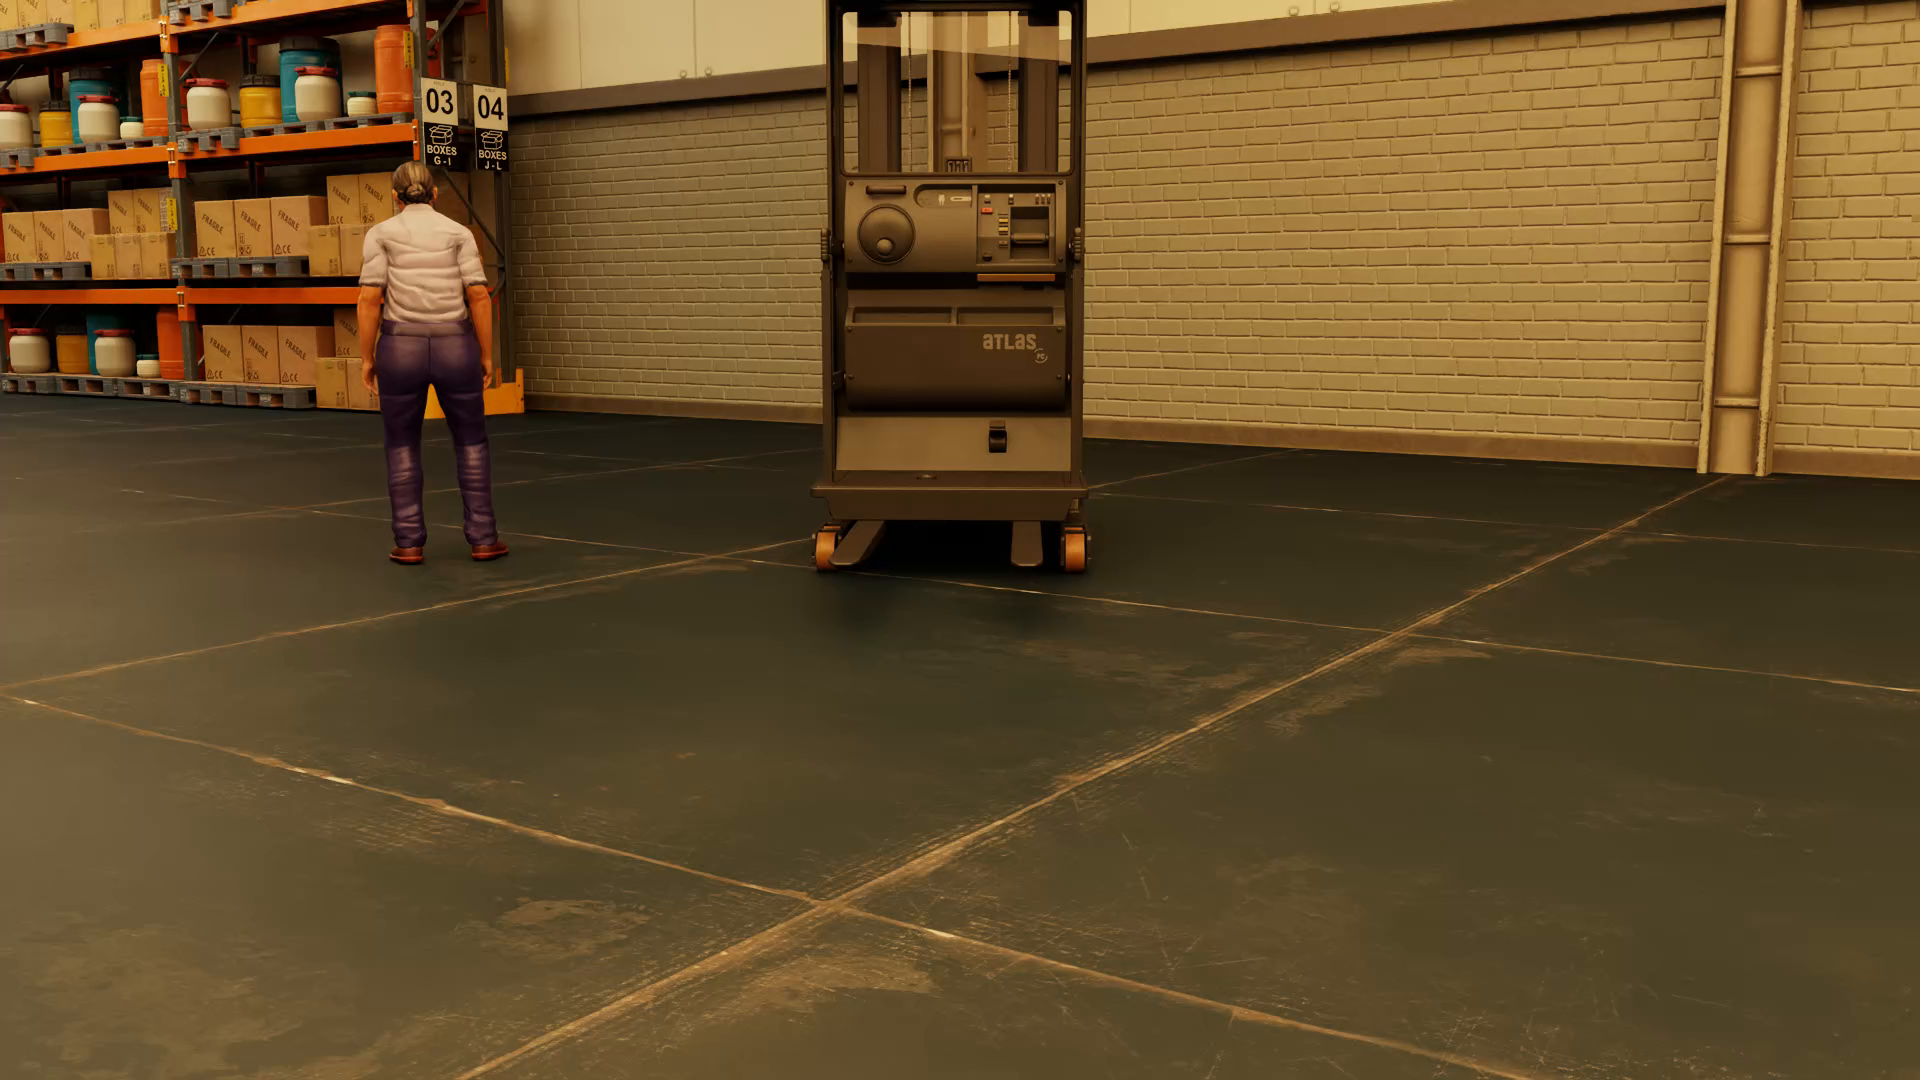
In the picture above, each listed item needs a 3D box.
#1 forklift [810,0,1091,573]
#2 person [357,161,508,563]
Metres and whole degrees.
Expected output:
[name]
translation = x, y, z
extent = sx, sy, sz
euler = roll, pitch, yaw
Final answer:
[forklift]
translation = -0.025, -1.363, 6.774
extent = 1.130, 2.935, 3.031
euler = 0, 8, 2
[person]
translation = -2.188, -0.725, 6.895
extent = 0.566, 1.637, 0.370
euler = -3, 9, -20
